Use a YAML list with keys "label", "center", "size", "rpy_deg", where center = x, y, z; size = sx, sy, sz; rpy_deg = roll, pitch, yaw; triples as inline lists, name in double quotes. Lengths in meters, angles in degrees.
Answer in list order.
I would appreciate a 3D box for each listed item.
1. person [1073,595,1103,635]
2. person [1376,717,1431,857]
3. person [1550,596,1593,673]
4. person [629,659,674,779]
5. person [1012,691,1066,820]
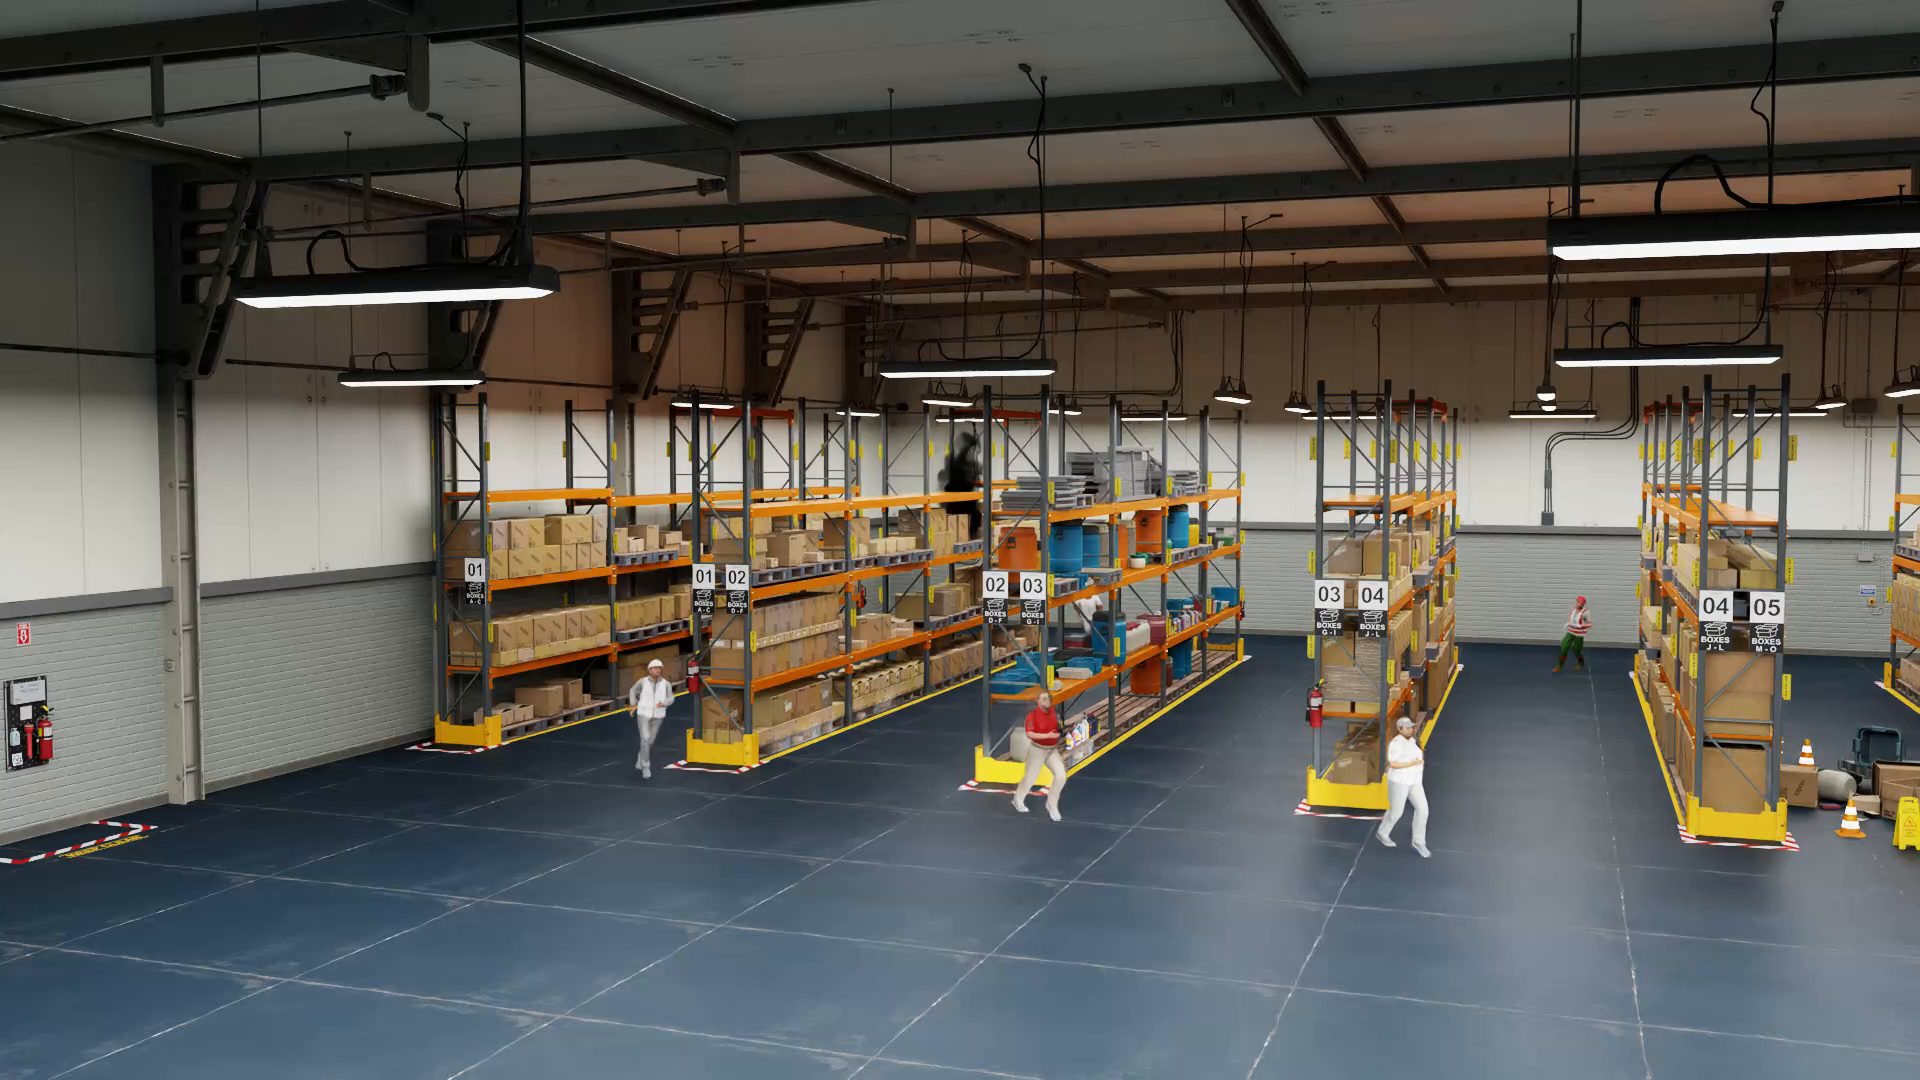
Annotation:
- label: "person"
  center: [3.142, 1.927, 40.655]
  size: [0.693, 1.722, 0.778]
  rpy_deg: [0, 3, -6]
- label: "person"
  center: [5.528, 3.063, 20.735]
  size: [0.588, 1.722, 0.735]
  rpy_deg: [-2, 4, -32]
- label: "person"
  center: [13.862, 2.120, 37.364]
  size: [0.935, 1.747, 0.761]
  rpy_deg: [-2, 4, -37]
- label: "person"
  center: [-4.753, 2.738, 25.773]
  size: [0.662, 1.761, 0.887]
  rpy_deg: [-1, 3, -23]
- label: "person"
  center: [1.125, 2.942, 22.740]
  size: [0.672, 1.779, 0.914]
  rpy_deg: [-2, 4, -35]
